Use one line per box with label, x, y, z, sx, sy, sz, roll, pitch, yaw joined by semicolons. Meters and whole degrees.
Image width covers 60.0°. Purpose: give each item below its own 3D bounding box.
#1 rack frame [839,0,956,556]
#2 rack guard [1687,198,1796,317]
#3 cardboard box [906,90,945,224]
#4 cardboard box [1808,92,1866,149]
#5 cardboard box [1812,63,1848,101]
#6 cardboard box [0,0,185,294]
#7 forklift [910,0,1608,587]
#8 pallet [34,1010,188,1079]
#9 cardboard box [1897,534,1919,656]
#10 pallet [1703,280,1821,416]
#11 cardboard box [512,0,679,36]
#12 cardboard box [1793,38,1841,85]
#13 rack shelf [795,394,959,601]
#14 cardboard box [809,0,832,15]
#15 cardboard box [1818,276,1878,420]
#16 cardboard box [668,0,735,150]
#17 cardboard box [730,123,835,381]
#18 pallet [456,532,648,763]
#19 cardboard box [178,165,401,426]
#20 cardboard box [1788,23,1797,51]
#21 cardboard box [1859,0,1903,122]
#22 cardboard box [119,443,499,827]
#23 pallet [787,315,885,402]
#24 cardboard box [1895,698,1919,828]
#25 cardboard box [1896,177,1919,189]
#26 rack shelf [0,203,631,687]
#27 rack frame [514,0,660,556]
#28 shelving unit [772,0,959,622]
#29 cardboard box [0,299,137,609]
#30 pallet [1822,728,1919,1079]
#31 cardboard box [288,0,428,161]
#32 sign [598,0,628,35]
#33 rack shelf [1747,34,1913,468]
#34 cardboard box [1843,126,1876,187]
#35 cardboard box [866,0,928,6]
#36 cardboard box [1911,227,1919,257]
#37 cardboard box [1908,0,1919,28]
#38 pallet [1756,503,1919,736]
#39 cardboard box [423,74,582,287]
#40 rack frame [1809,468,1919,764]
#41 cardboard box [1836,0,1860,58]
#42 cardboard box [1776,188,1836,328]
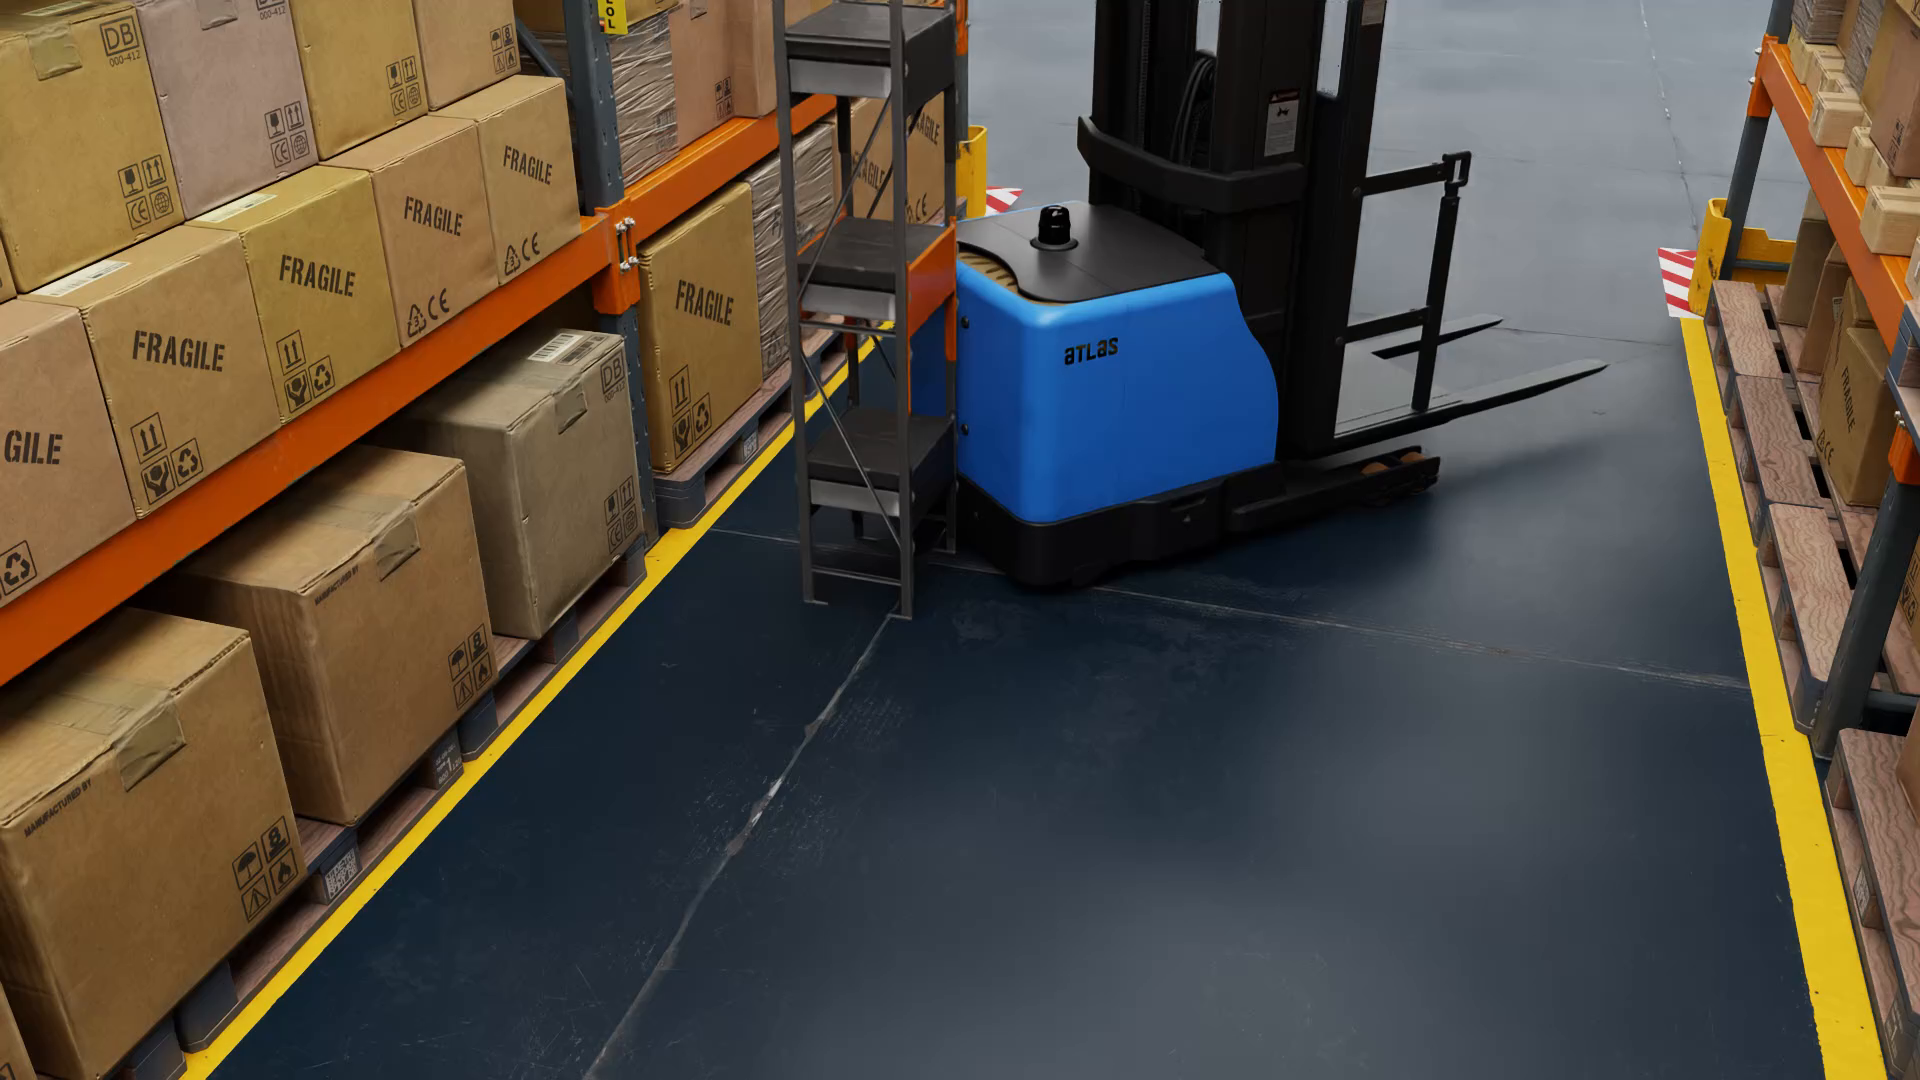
rack frame;-0.206;-0.893;5.695;0.400;2.100;0.015;9;30;16
rack guard;4.241;-1.329;8.125;1.175;0.500;0.348;8;30;15
cardboard box;-0.585;-2.142;8.769;0.875;0.875;0.875;9;30;15
cardboard box;3.418;-1.565;6.237;0.380;0.149;0.250;8;30;15
cardboard box;3.638;-1.787;6.635;0.380;0.149;0.250;8;30;15
cardboard box;-2.210;-0.893;3.639;0.700;0.500;0.500;8;30;14
forklift;1.304;-1.622;6.151;3.031;2.935;1.130;-15;33;-25
pallet;-2.494;1.369;3.572;1.003;0.211;1.213;8;30;15
cardboard box;3.244;0.131;5.069;0.500;0.500;0.500;8;30;13
pallet;3.968;-0.830;7.526;1.003;0.211;1.213;8;30;15
cardboard box;-1.482;-2.057;5.596;0.875;0.550;0.550;8;30;15
cardboard box;3.772;-2.021;7.056;0.380;0.149;0.250;8;30;15
rack shelf;-0.281;-0.157;5.840;0.431;0.518;0.480;9;30;16
cardboard box;-1.056;-2.345;7.226;0.875;0.550;0.500;8;30;15
cardboard box;3.719;-0.689;6.543;0.500;0.500;0.500;11;31;20
cardboard box;-1.386;-1.850;6.336;0.875;0.550;0.550;8;30;15
cardboard box;-1.111;-1.309;7.272;0.875;0.875;0.875;9;30;15
pallet;-1.777;0.235;5.610;1.003;0.211;1.213;8;30;15
cardboard box;-1.817;-0.646;4.223;0.500;0.500;0.500;9;30;15
cardboard box;3.951;-2.249;7.465;0.380;0.149;0.250;8;30;15
cardboard box;3.697;-1.672;5.762;0.875;0.500;0.500;8;30;15
cardboard box;-2.006;0.196;4.694;1.050;0.750;0.750;8;30;15
pallet;-0.969;-1.045;7.912;1.003;0.211;1.213;8;30;15
cardboard box;2.888;0.584;4.233;0.700;0.500;0.500;6;30;11
cardboard box;3.250;-1.082;5.368;0.380;0.149;0.250;8;30;15
rack shelf;-2.210;-0.109;4.100;1.077;0.370;4.000;8;30;15
rack frame;-1.623;-1.353;5.596;1.000;3.000;0.127;8;30;15
shelving unit;-0.281;-0.780;5.493;0.431;2.100;0.503;9;30;16
cardboard box;-2.112;-0.179;3.383;0.500;0.500;0.500;8;30;15
pallet;2.862;0.983;4.266;1.003;0.211;1.213;8;30;15
cardboard box;-1.912;-1.362;4.482;0.700;0.500;0.500;8;30;14
sign;-1.101;-1.751;5.203;0.100;0.325;0.005;8;30;15
rack shelf;3.676;-1.213;6.085;1.077;0.370;4.000;8;30;15
cardboard box;3.325;-1.325;5.805;0.380;0.149;0.250;8;30;15
cardboard box;-0.655;-2.840;8.114;0.875;0.550;0.550;8;30;15
cardboard box;3.084;-0.852;4.955;0.380;0.149;0.250;8;30;15
cardboard box;3.103;-1.690;4.764;0.500;0.500;0.500;8;30;15
pallet;3.252;0.303;5.487;1.003;0.211;1.213;8;30;15
cardboard box;-1.521;-1.116;5.067;0.500;0.500;0.500;8;30;15
rack frame;3.089;-0.598;4.239;1.000;3.000;0.127;8;30;15
cardboard box;4.043;-2.129;6.583;0.875;0.500;0.500;8;30;15
cardboard box;4.064;-1.260;7.569;0.500;0.500;0.500;14;32;24
